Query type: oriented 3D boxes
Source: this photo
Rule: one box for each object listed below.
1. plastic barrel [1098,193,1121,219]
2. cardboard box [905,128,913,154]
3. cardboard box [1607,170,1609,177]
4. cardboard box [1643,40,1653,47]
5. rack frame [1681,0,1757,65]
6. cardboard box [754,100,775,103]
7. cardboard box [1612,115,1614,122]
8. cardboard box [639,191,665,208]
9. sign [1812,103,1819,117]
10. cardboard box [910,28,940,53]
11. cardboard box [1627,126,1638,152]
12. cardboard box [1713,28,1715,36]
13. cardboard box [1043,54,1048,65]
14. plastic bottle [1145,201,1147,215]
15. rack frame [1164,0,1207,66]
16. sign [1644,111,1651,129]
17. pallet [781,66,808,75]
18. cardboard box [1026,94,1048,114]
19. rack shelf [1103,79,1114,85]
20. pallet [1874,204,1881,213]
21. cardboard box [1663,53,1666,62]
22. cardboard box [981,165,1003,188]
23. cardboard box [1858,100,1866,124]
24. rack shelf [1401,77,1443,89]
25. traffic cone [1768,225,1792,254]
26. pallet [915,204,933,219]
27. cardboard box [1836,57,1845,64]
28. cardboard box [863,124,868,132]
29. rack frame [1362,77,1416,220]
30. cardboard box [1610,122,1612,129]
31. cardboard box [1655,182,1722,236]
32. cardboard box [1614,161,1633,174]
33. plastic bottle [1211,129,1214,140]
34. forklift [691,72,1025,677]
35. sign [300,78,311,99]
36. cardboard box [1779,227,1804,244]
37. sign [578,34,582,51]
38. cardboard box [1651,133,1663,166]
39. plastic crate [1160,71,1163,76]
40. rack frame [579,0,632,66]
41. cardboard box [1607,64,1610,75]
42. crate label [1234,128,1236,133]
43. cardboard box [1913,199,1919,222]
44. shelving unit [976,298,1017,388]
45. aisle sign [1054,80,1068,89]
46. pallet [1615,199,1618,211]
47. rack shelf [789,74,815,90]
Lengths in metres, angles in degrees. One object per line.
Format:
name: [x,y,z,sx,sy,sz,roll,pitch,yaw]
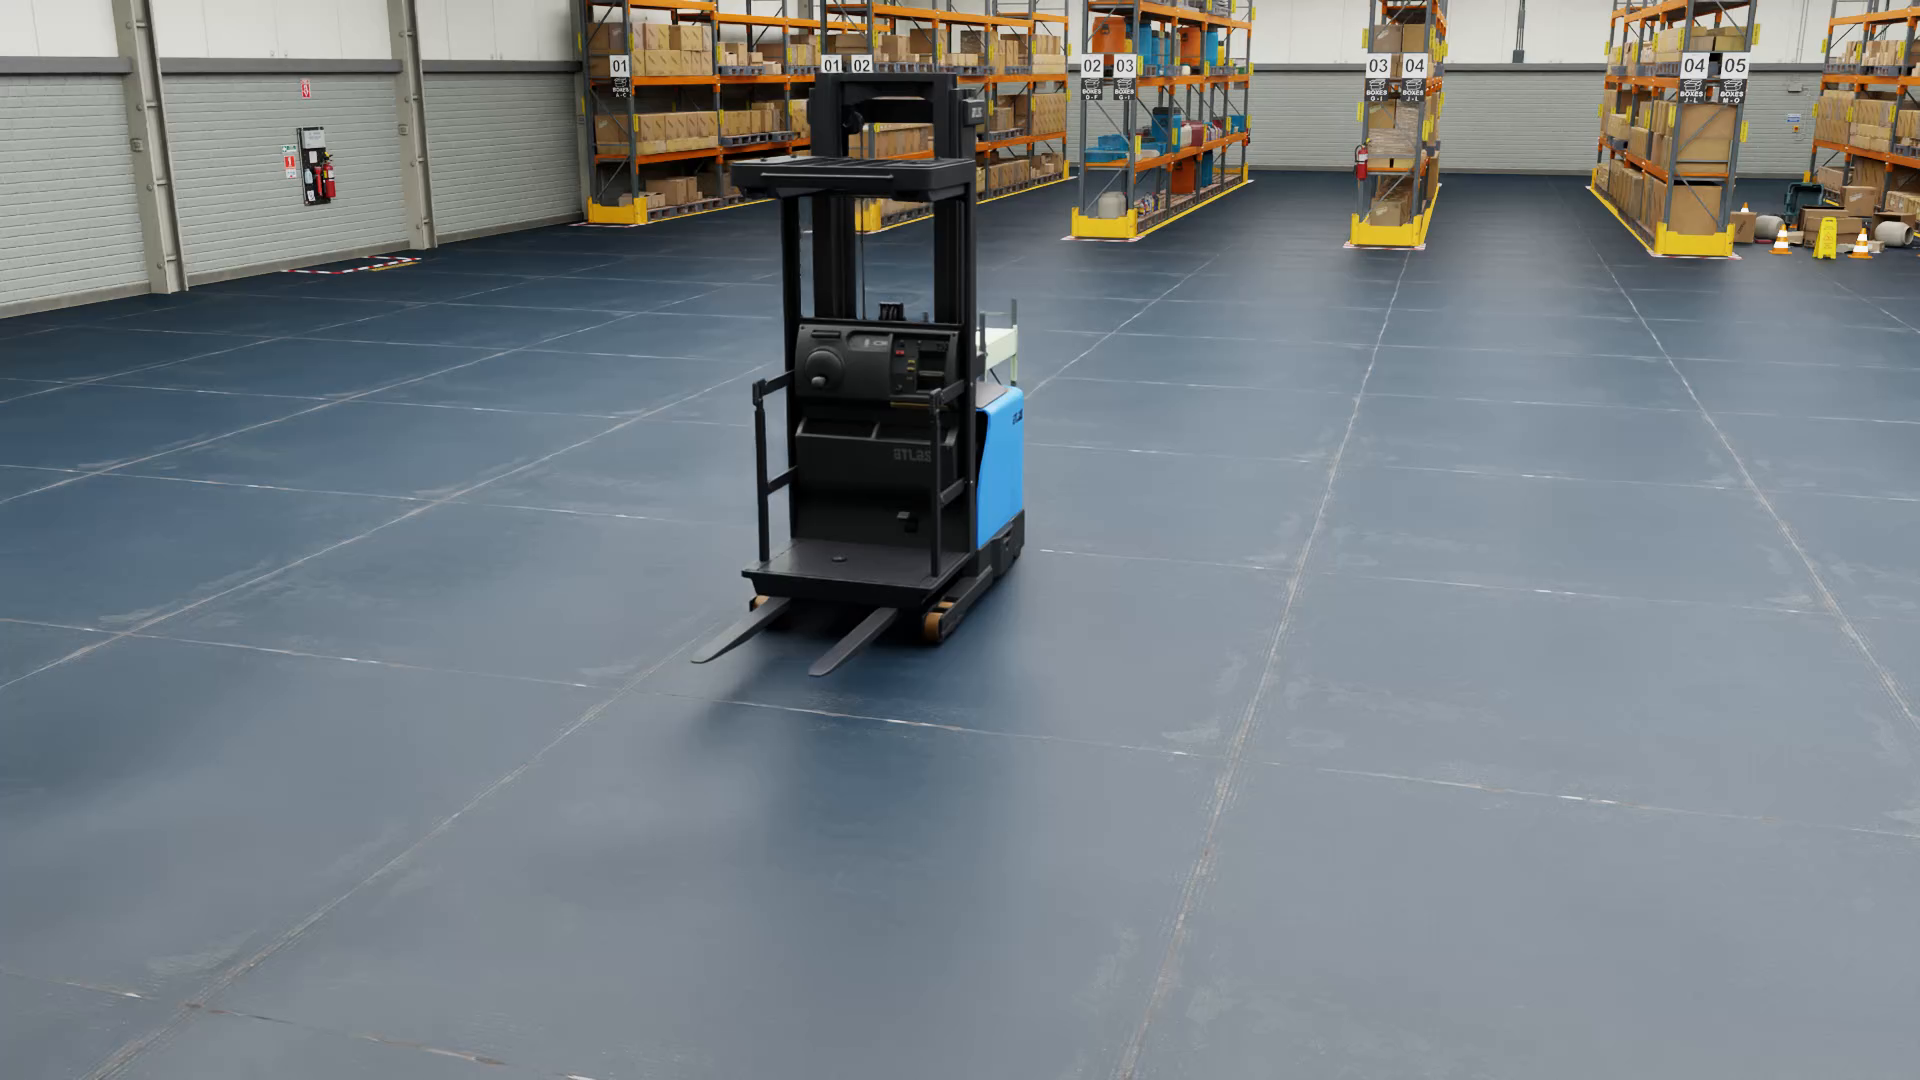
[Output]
plastic barrel: [2.772,-6.167,30.863,0.421,0.512,0.421,0,16,0]
cardboard box: [-1.363,-8.077,33.626,0.700,0.500,0.500,5,17,17]
cardboard box: [15.430,-8.628,39.115,0.380,0.149,0.250,5,17,17]
cardboard box: [14.273,-10.267,34.446,0.396,0.266,0.258,5,16,16]
rack frame: [12.134,-9.074,26.331,1.000,3.000,0.127,5,16,16]
cardboard box: [-4.687,-10.545,40.371,0.500,0.250,0.500,5,17,17]
cardboard box: [14.697,-9.355,36.916,0.380,0.149,0.250,4,16,15]
cardboard box: [-6.395,-6.993,34.108,0.500,0.311,0.500,6,17,20]
sign: [20.925,-10.516,40.676,0.100,0.325,0.005,5,16,16]
cardboard box: [-0.740,-10.507,35.010,0.500,0.500,0.500,5,17,17]
cardboard box: [14.021,-8.233,34.175,0.500,0.500,0.500,5,17,16]
cardboard box: [12.896,-8.539,27.988,0.380,0.149,0.250,4,16,15]
cardboard box: [1.990,-12.488,43.223,0.500,0.250,0.500,5,16,16]
plastic bottle: [3.570,-6.422,32.169,0.097,0.271,0.097,0,16,0]
rack frame: [4.932,-11.963,36.514,1.000,3.000,0.127,5,16,16]
sign: [12.747,-7.793,30.831,0.100,0.325,0.005,5,16,16]
pallet: [-4.435,-11.369,40.266,1.213,0.211,1.003,5,17,18]
cardboard box: [2.017,-11.408,43.537,0.500,0.500,0.500,4,16,14]
rack shelf: [3.227,-8.698,31.460,0.919,0.124,3.809,5,16,16]
pallet: [19.478,-6.783,34.356,1.003,0.211,1.213,5,16,16]
cardboard box: [12.481,-8.405,28.975,0.380,0.149,0.250,5,16,16]
cardboard box: [0.730,-8.705,39.797,0.500,0.500,0.500,4,16,14]
cardboard box: [19.800,-9.271,36.004,0.500,0.500,0.500,5,16,16]
rack shelf: [11.385,-11.359,41.201,1.077,0.370,4.000,5,16,16]
traffic cone: [13.646,-4.997,27.597,0.336,0.463,0.334,5,16,16]
pallet: [-1.219,-6.869,34.659,1.003,0.211,1.213,5,16,16]
cardboard box: [20.926,-11.322,39.261,0.380,0.149,0.250,5,17,18]
cardboard box: [-1.772,-7.815,31.512,0.380,0.149,0.250,5,16,15]
rack frame: [7.410,-6.599,28.598,0.949,2.616,0.053,5,16,16]
cardboard box: [14.773,-9.281,37.199,0.380,0.149,0.250,4,16,13]
cardboard box: [12.263,-5.551,28.026,0.884,0.875,0.884,5,16,16]
cardboard box: [14.782,-8.243,36.829,0.500,0.250,0.500,5,17,18]
plastic bottle: [5.981,-9.672,39.660,0.152,0.276,0.135,5,16,16]
forklift: [-0.521,-0.981,8.917,1.130,2.935,3.031,5,17,17]
sign: [-10.013,-6.909,25.444,0.001,0.298,0.199,5,16,16]
cardboard box: [14.548,-5.327,29.123,0.396,0.266,0.258,8,18,25]
sign: [-7.367,-9.669,32.302,0.100,0.325,0.005,5,16,16]
cardboard box: [12.776,-6.932,29.496,0.875,0.550,0.550,5,16,16]
plastic crate: [3.726,-8.895,31.678,0.243,0.136,0.396,5,16,16]
rack frame: [-6.840,-10.638,31.843,1.000,3.000,0.127,5,16,16]
cardboard box: [16.308,-11.648,41.175,0.500,0.250,0.500,5,17,18]
crate label: [6.995,-10.695,43.410,0.396,0.136,0.243,5,16,16]
cardboard box: [18.393,-6.141,31.029,0.950,0.372,0.625,6,17,19]
shelving unit: [0.075,-0.787,10.855,0.431,1.500,0.748,5,17,17]
aisle sign: [2.770,-12.799,45.693,0.394,0.787,0.004,5,16,16]
pallet: [14.631,-7.144,35.630,1.003,0.211,1.213,5,16,16]
rack shelf: [-3.999,-11.465,41.574,1.077,0.370,4.000,5,16,16]
